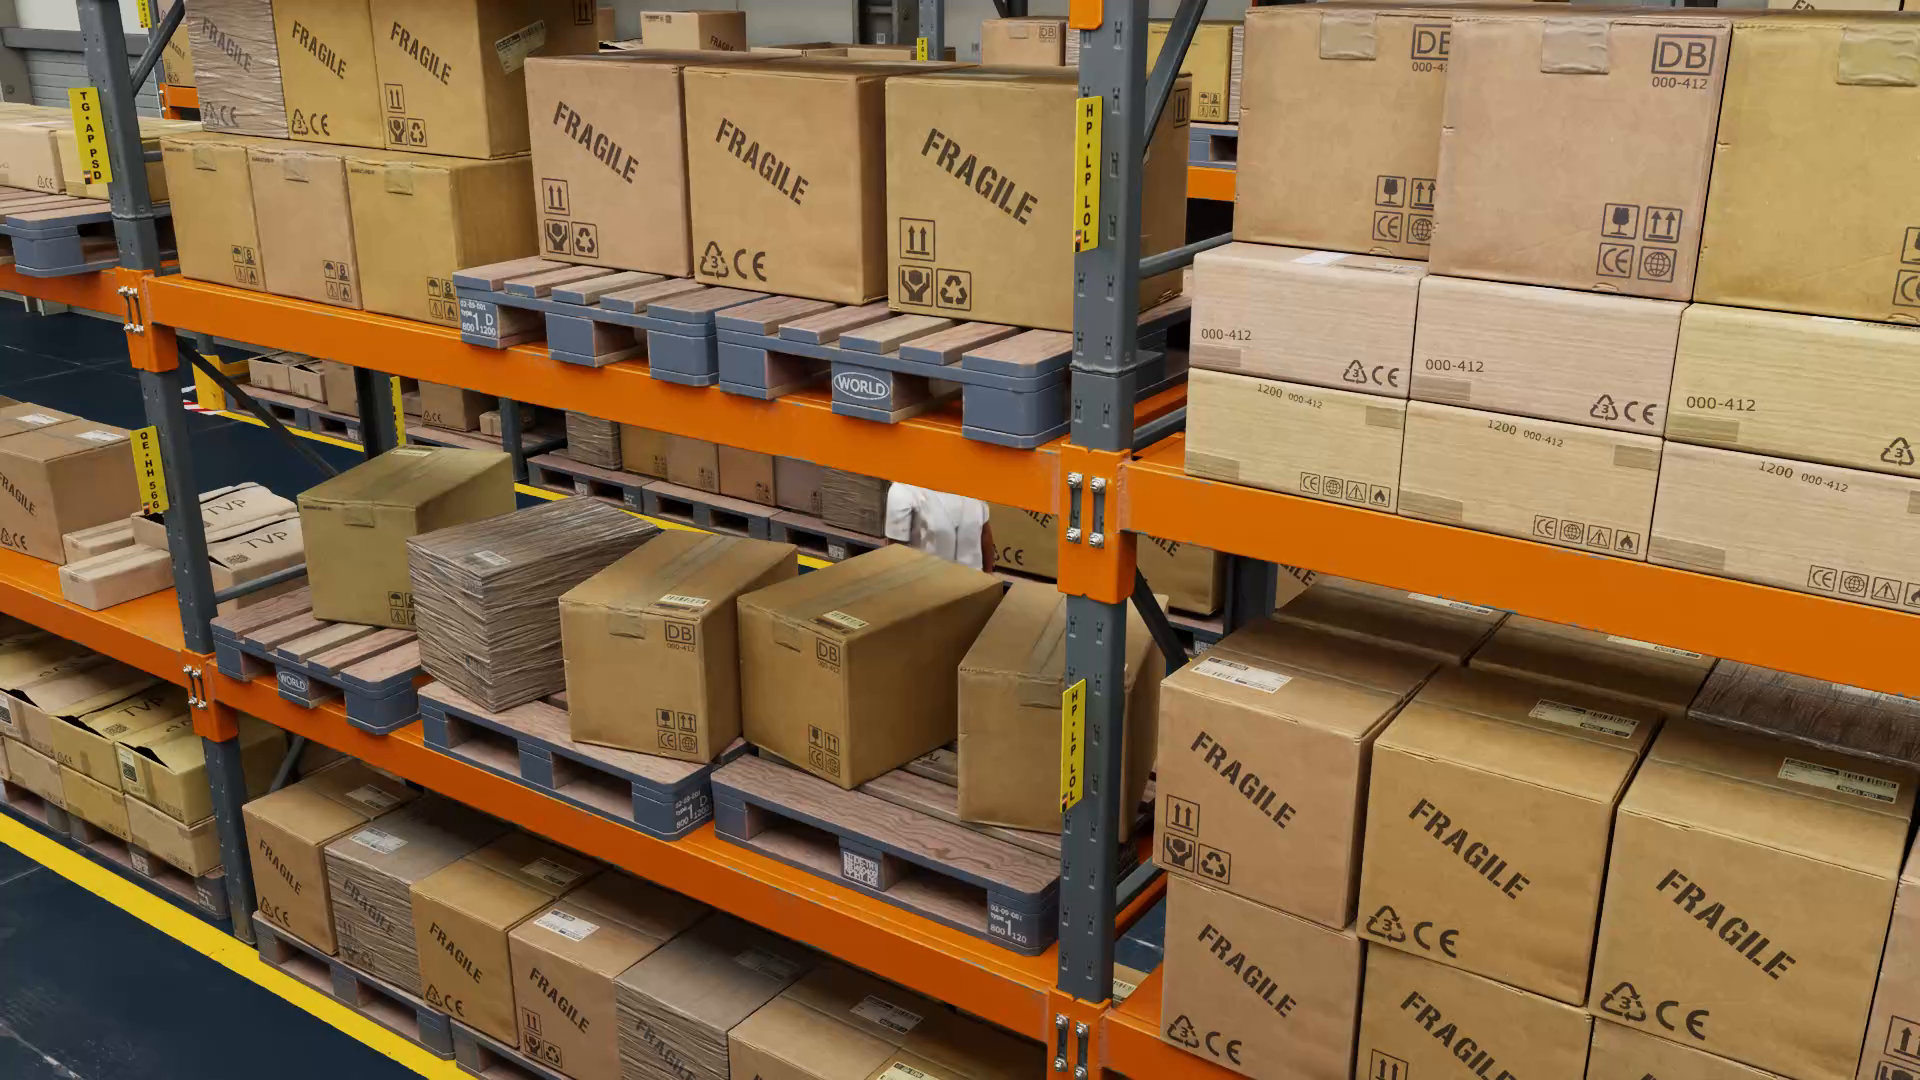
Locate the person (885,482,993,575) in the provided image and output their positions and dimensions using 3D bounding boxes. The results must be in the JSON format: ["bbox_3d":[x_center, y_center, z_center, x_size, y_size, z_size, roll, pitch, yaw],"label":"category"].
[{"bbox_3d":[-0.035,0.227,8.339,0.704,1.753,0.587,-9,22,-24],"label":"person"}]
